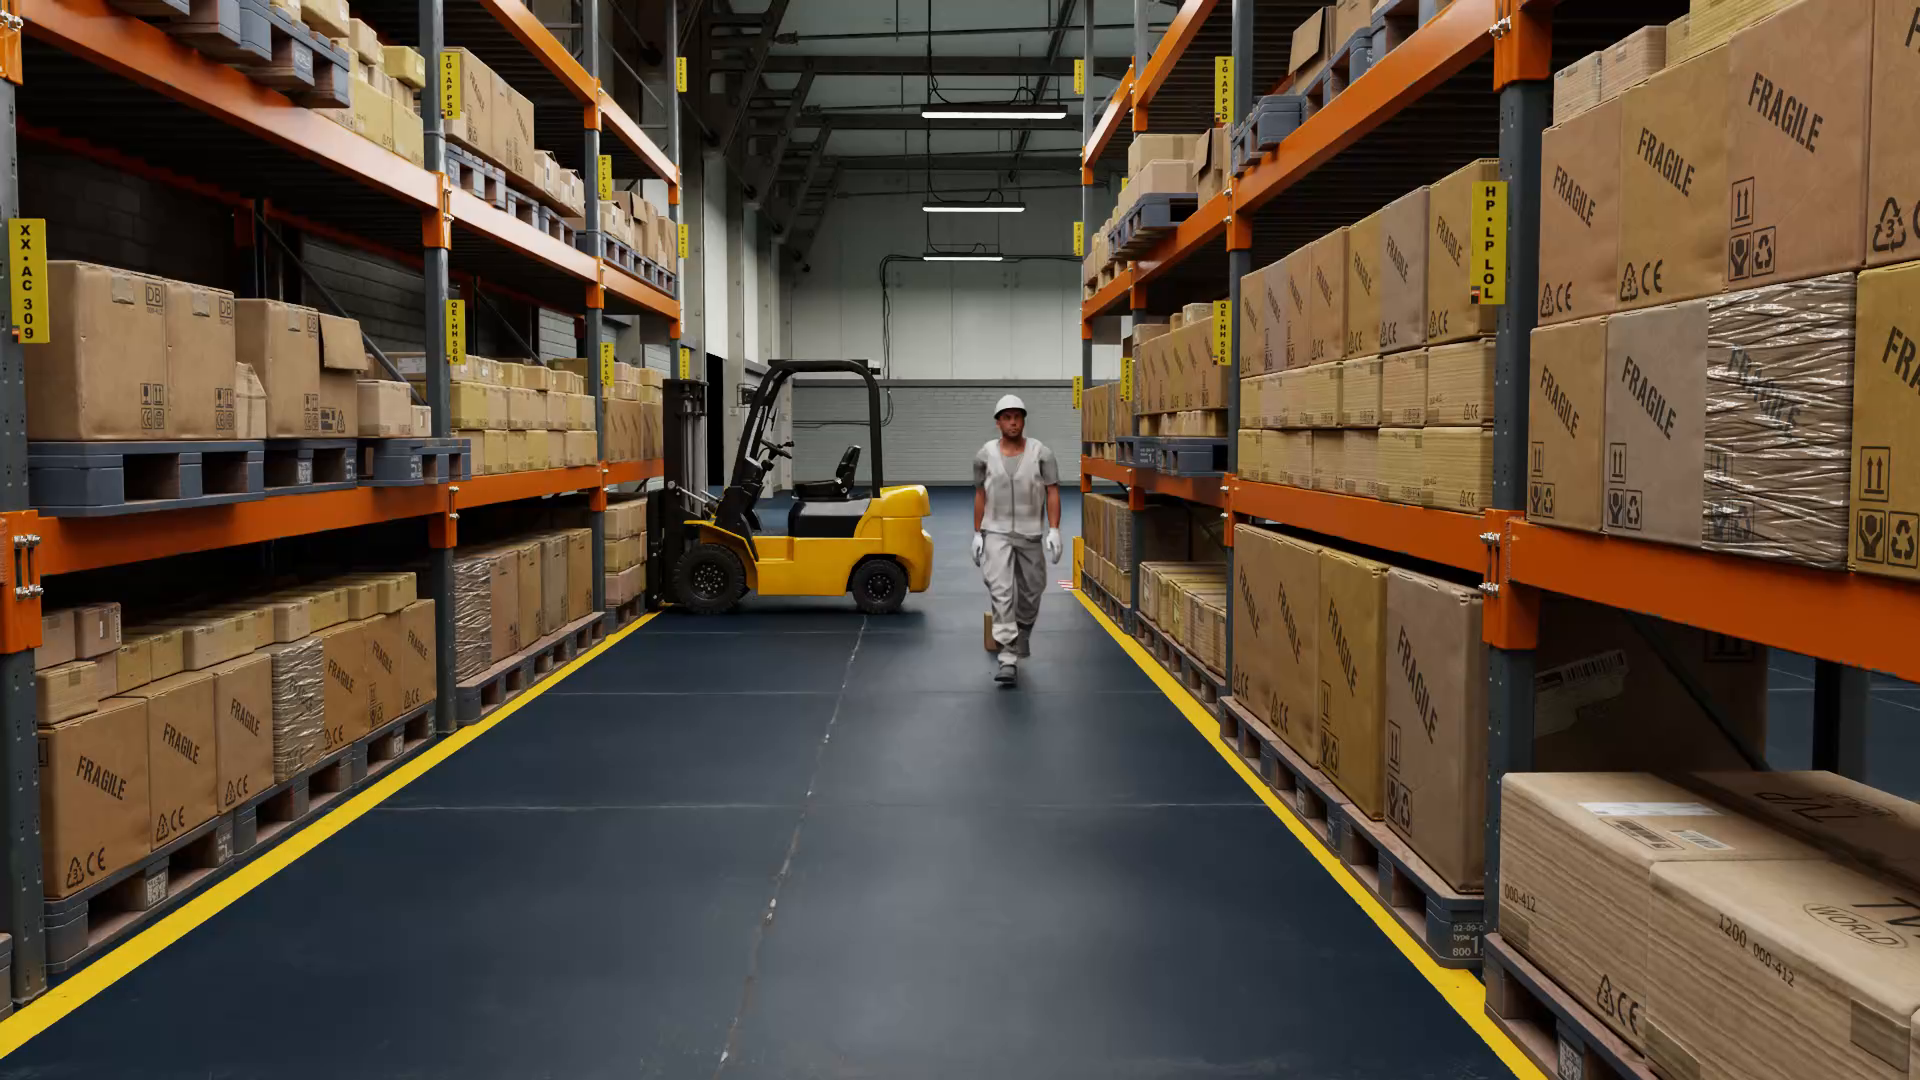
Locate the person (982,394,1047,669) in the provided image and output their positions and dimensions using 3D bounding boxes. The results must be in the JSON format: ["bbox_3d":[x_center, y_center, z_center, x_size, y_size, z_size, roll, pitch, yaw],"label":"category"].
[{"bbox_3d":[11.494,-1.062,26.625,22.066,1.772,33.645,0,4,1],"label":"person"}]
